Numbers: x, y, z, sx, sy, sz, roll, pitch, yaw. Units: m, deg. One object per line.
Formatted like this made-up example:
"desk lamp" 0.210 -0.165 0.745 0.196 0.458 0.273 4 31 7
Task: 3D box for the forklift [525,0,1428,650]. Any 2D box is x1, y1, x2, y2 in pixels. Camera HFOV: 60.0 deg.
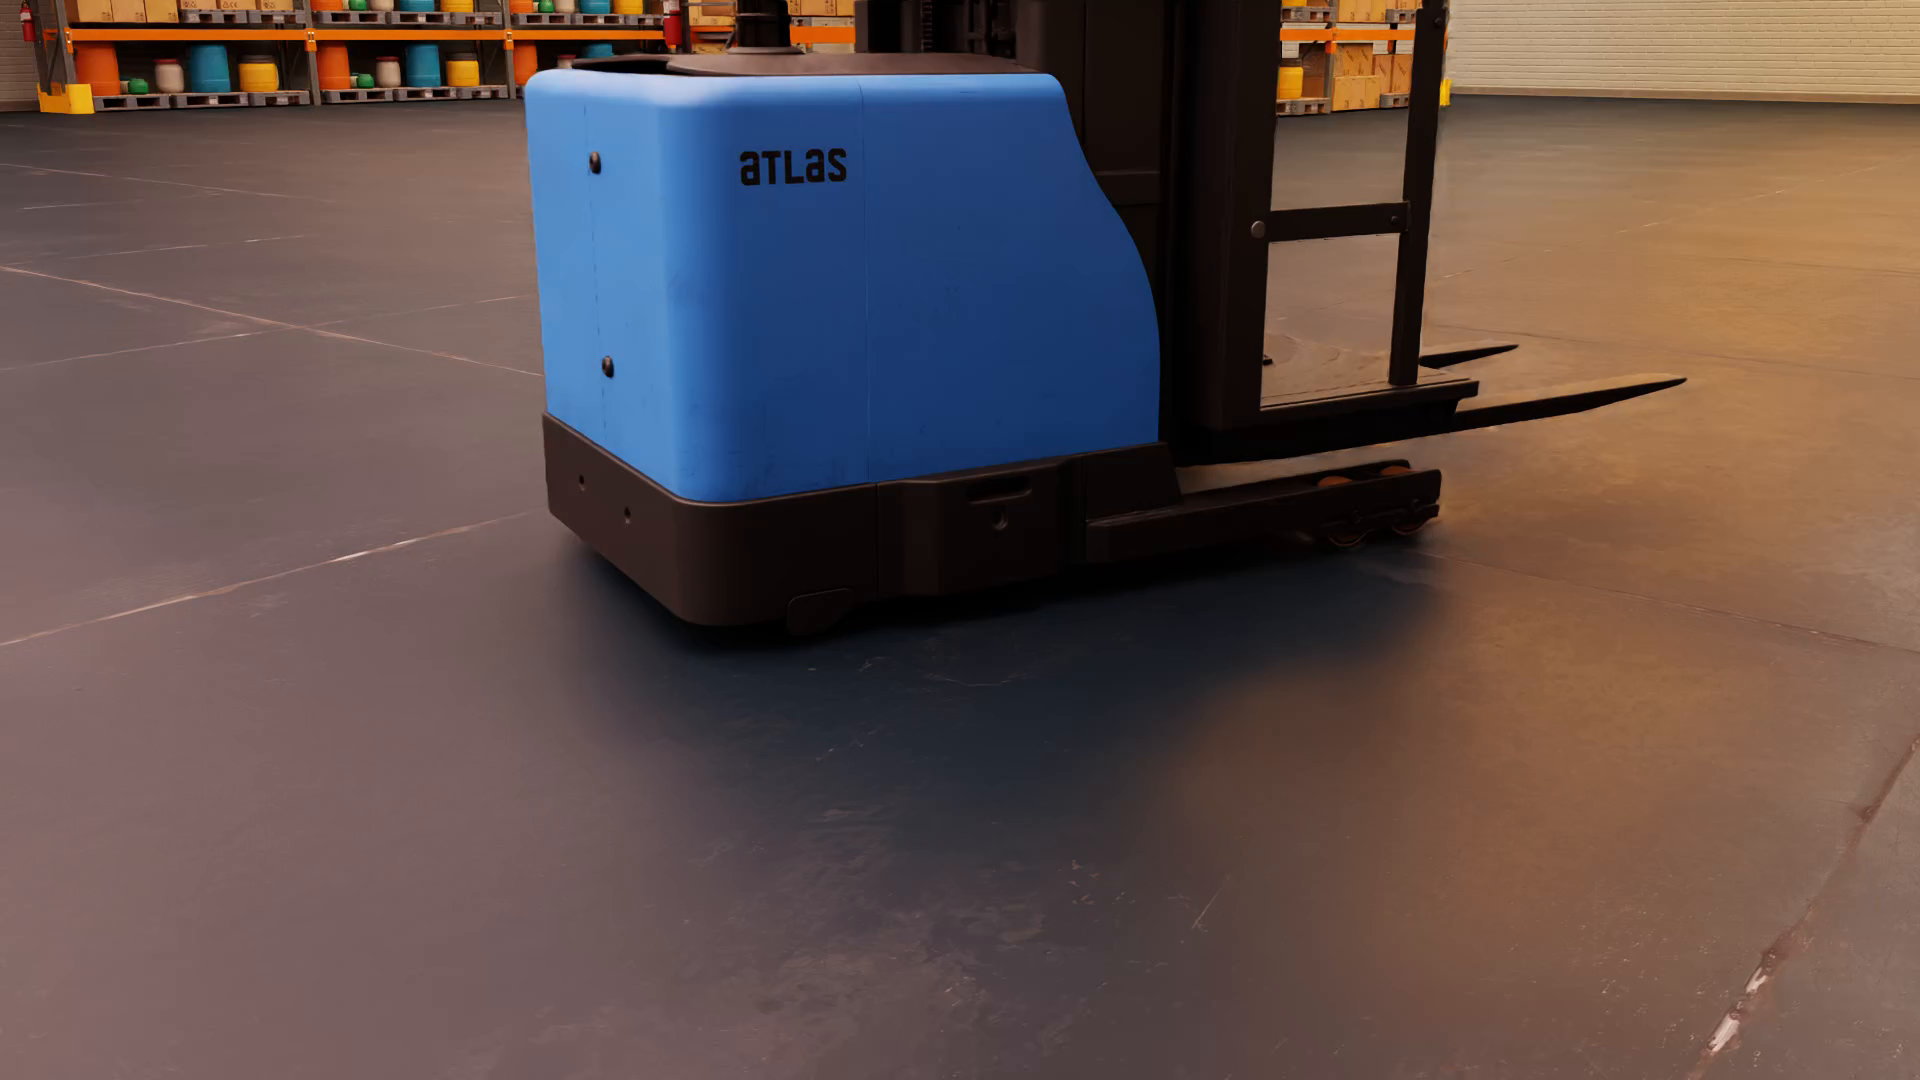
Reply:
"forklift" 0.379 -1.567 4.058 1.130 2.935 3.031 12 20 33
